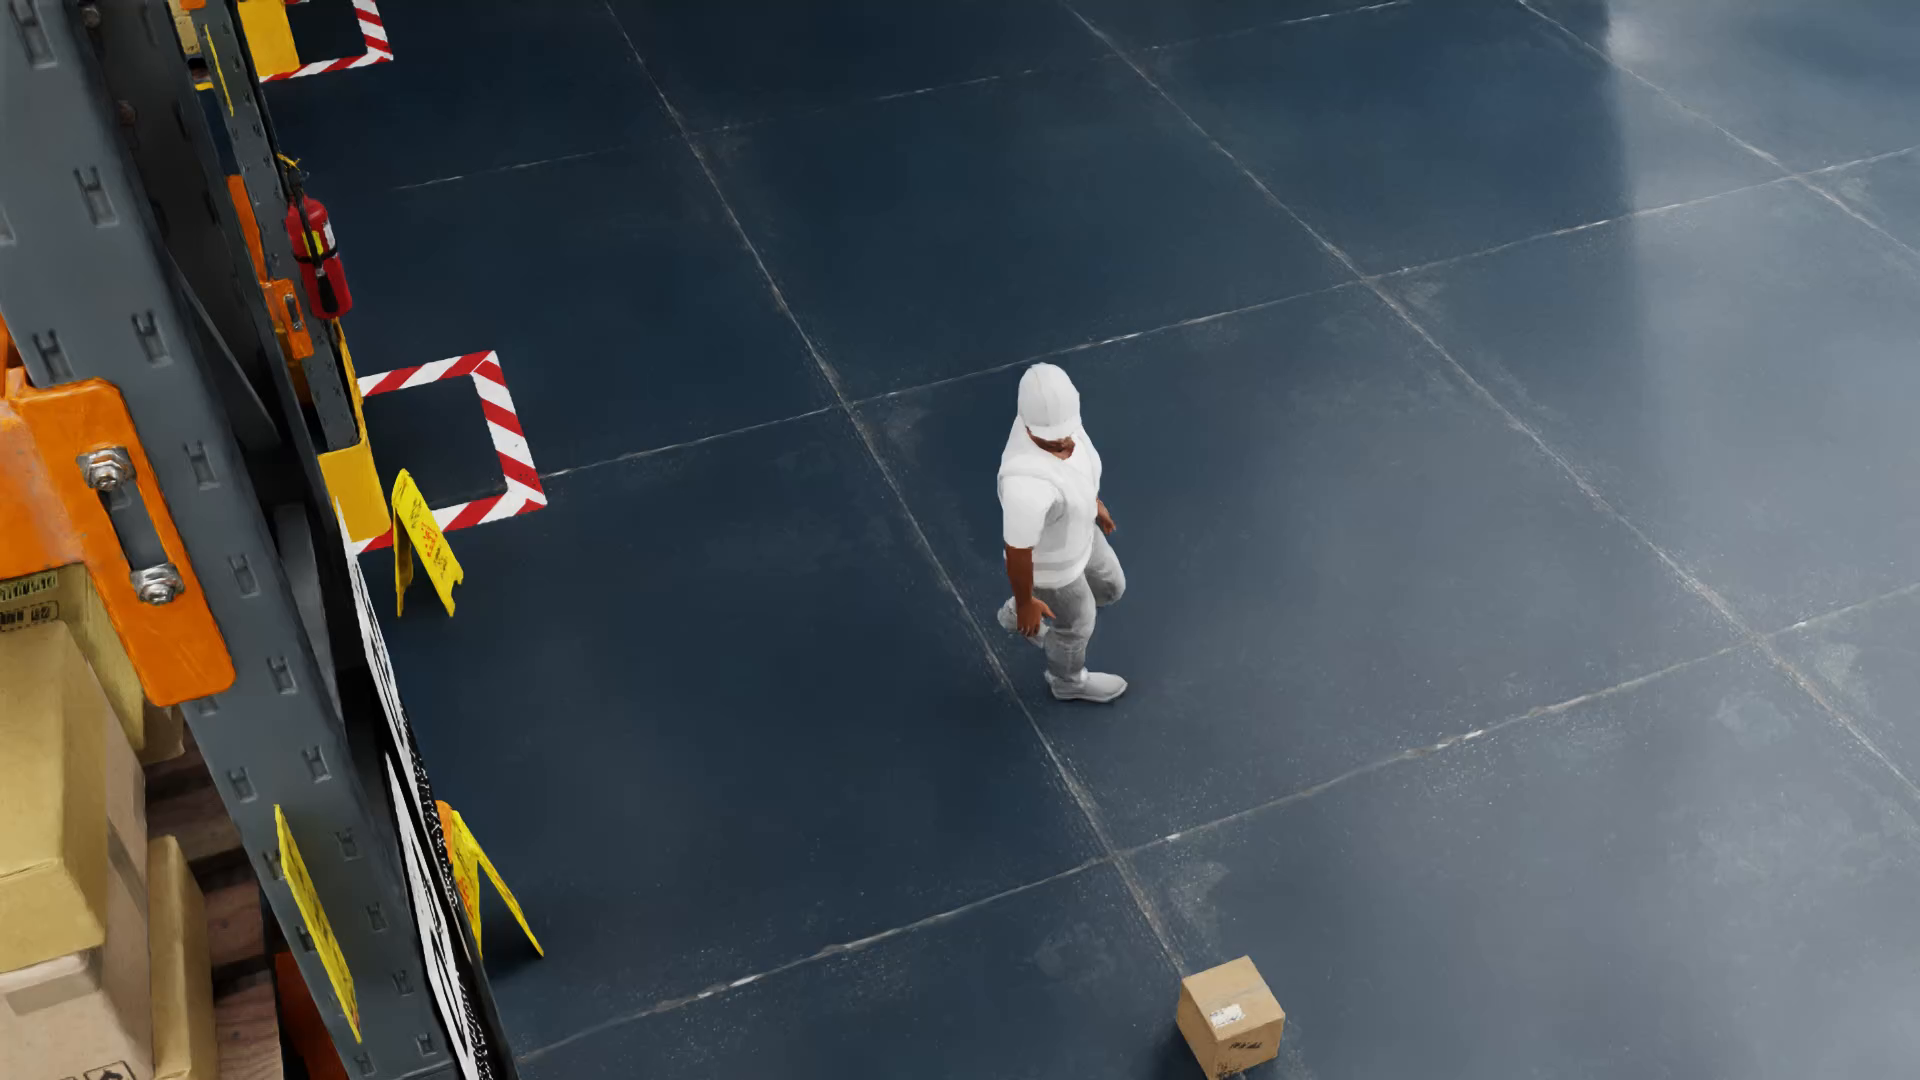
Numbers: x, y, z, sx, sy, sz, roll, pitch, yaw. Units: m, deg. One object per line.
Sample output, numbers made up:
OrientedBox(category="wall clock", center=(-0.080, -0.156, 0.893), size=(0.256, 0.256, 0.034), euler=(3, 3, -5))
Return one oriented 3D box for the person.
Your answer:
OrientedBox(category="person", center=(0.374, 0.040, 6.108), size=(0.549, 1.745, 0.644), euler=(7, 42, 8))
